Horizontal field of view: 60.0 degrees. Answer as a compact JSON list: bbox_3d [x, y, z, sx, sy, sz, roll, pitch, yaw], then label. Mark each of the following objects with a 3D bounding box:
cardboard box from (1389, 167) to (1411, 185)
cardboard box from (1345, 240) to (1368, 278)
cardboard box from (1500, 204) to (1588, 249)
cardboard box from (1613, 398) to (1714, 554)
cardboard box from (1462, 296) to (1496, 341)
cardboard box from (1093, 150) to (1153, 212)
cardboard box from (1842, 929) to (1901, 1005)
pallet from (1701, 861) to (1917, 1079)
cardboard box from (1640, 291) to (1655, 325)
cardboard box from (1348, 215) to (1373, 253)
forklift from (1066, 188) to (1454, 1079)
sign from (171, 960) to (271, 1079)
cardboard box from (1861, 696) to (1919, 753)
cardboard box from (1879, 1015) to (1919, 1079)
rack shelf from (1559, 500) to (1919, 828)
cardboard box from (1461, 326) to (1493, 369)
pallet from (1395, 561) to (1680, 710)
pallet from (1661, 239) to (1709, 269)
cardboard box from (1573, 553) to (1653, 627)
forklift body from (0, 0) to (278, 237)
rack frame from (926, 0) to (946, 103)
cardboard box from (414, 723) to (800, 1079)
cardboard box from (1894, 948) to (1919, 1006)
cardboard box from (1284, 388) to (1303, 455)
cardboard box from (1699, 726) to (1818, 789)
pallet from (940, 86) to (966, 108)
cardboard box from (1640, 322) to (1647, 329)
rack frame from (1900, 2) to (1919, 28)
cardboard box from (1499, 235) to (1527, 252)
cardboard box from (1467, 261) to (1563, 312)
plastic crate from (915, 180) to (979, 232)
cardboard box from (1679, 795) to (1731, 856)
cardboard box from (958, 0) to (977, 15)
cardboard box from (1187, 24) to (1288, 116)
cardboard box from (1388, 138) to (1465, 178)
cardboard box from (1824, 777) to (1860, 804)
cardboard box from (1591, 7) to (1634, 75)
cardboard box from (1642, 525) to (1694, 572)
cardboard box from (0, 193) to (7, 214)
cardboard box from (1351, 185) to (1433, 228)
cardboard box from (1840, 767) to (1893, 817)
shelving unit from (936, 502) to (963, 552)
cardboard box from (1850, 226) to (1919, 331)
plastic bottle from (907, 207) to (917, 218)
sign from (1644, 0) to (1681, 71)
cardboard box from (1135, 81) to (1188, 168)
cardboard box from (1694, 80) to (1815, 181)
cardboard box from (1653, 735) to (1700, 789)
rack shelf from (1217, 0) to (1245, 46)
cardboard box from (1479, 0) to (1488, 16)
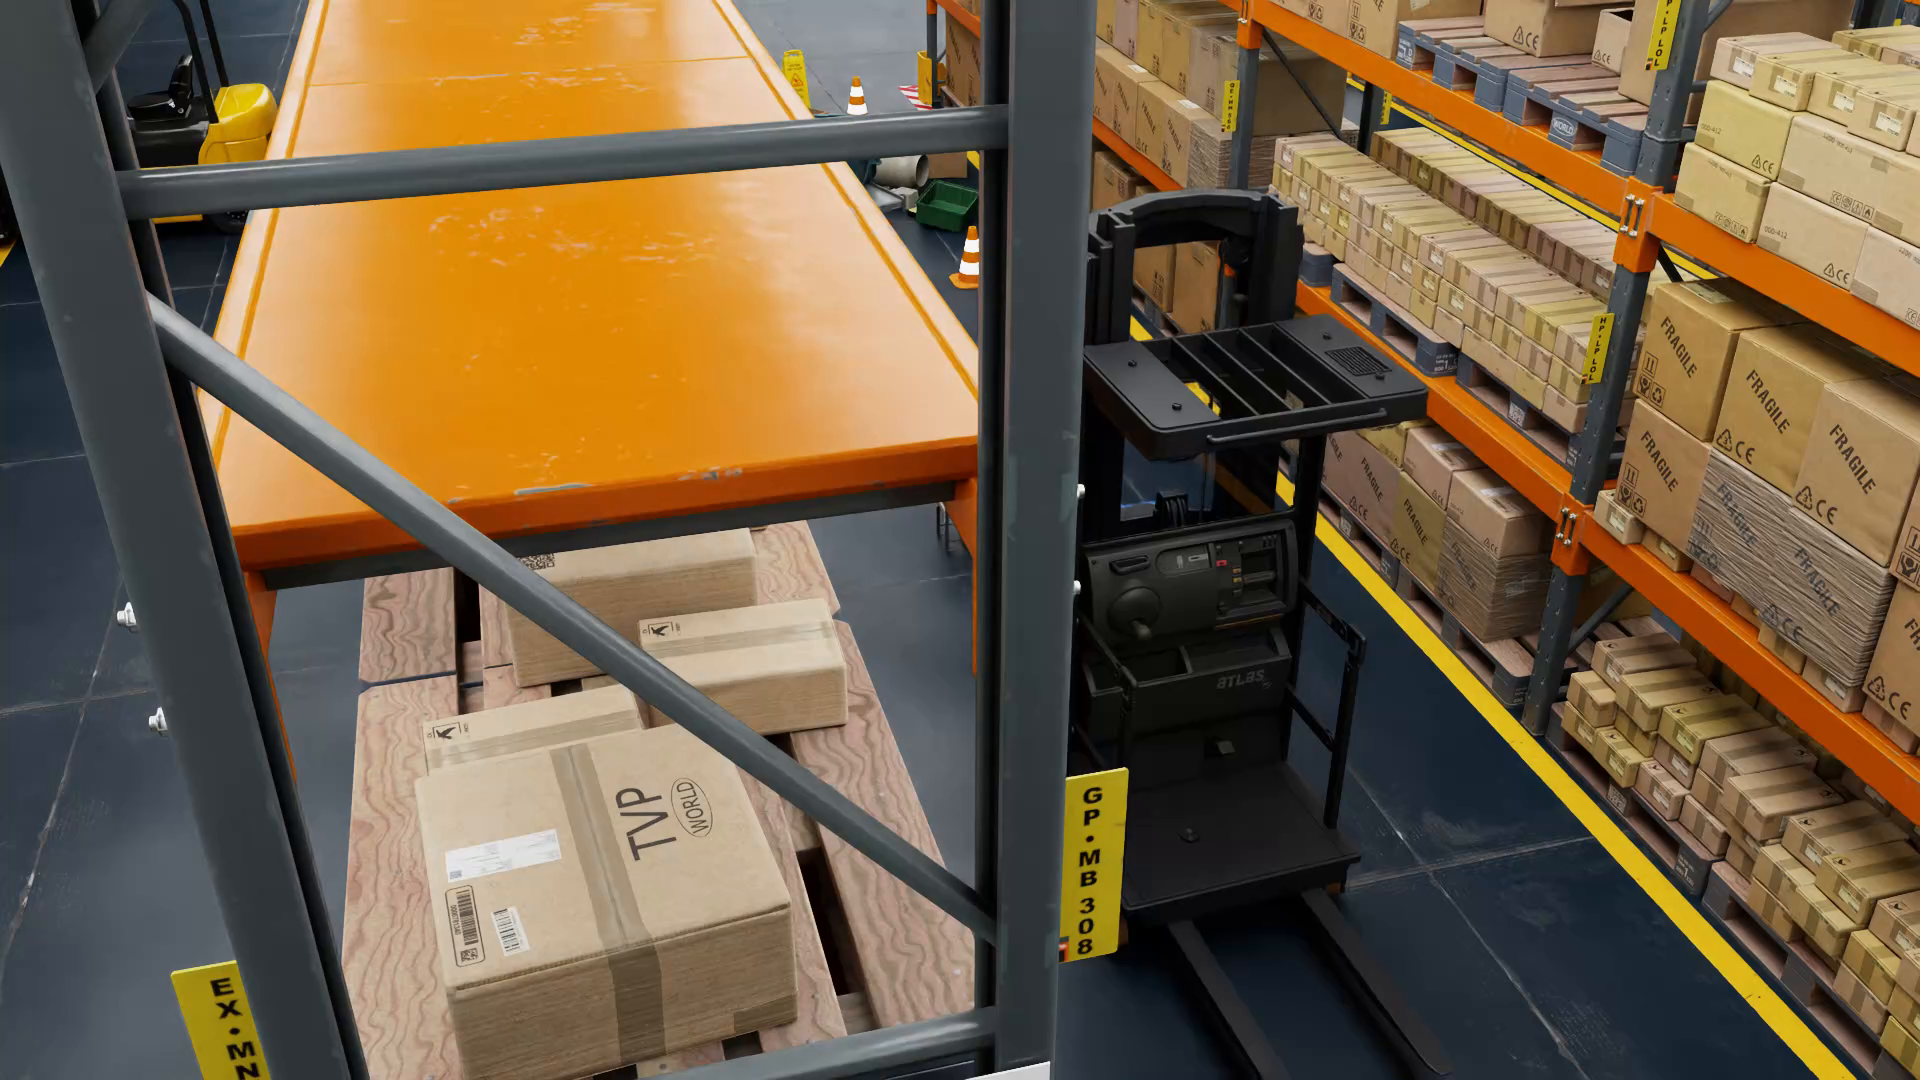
[{"bbox_3d":[2.902,-2.236,10.384,0.380,0.149,0.250,-7,31,-11],"label":"cardboard box"},{"bbox_3d":[2.473,-1.652,9.673,0.380,0.149,0.250,-7,31,-12],"label":"cardboard box"},{"bbox_3d":[3.241,-1.745,9.239,0.380,0.149,0.250,-7,31,-12],"label":"cardboard box"},{"bbox_3d":[3.210,-0.308,7.122,0.500,0.500,0.500,-8,31,-14],"label":"cardboard box"},{"bbox_3d":[2.814,-1.155,8.517,0.380,0.149,0.250,-9,31,-15],"label":"cardboard box"},{"bbox_3d":[1.702,-2.726,13.523,1.050,0.750,0.750,-8,31,-13],"label":"cardboard box"},{"bbox_3d":[3.628,1.604,6.345,0.380,0.149,0.250,-6,31,-11],"label":"cardboard box"},{"bbox_3d":[3.861,1.708,6.819,1.003,0.211,1.213,-8,31,-13],"label":"pallet"},{"bbox_3d":[3.580,-1.124,8.167,0.380,0.149,0.250,-7,31,-12],"label":"cardboard box"},{"bbox_3d":[2.475,-1.781,9.598,0.380,0.149,0.250,-8,31,-13],"label":"cardboard box"},{"bbox_3d":[1.034,0.221,6.673,1.130,2.935,3.031,-9,31,-16],"label":"forklift"},{"bbox_3d":[-0.889,0.649,2.067,0.100,0.325,0.005,-8,31,-13],"label":"sign"},{"bbox_3d":[3.593,0.633,6.143,0.380,0.149,0.250,-7,31,-11],"label":"cardboard box"},{"bbox_3d":[3.683,1.867,6.188,0.380,0.149,0.250,-9,31,-15],"label":"cardboard box"},{"bbox_3d":[3.852,0.869,6.204,1.077,0.370,4.000,-8,31,-13],"label":"rack shelf"},{"bbox_3d":[2.825,-1.014,8.571,0.380,0.149,0.250,-9,31,-16],"label":"cardboard box"},{"bbox_3d":[3.113,0.422,9.041,1.003,0.211,1.213,-8,31,-13],"label":"pallet"},{"bbox_3d":[6.542,-2.710,14.453,1.003,0.211,1.213,-8,31,-13],"label":"pallet"},{"bbox_3d":[3.381,0.099,8.891,0.500,0.500,0.500,-7,31,-11],"label":"cardboard box"},{"bbox_3d":[-7.132,-3.795,14.391,2.313,2.155,1.214,-8,31,-13],"label":"forklift body"},{"bbox_3d":[0.136,-6.204,17.706,1.000,3.000,0.127,-8,31,-13],"label":"rack frame"},{"bbox_3d":[-0.569,0.567,2.644,0.500,0.250,0.500,-11,32,-18],"label":"cardboard box"},{"bbox_3d":[3.663,1.603,6.050,0.380,0.149,0.250,-7,31,-11],"label":"cardboard box"},{"bbox_3d":[2.338,-0.822,10.484,0.500,0.500,0.500,-7,31,-13],"label":"cardboard box"},{"bbox_3d":[3.435,0.959,7.162,0.380,0.149,0.250,-9,31,-15],"label":"cardboard box"},{"bbox_3d":[0.424,-4.622,17.755,1.003,0.211,1.213,-8,31,-13],"label":"pallet"},{"bbox_3d":[3.590,-0.987,8.226,0.380,0.149,0.250,-8,31,-14],"label":"cardboard box"},{"bbox_3d":[7.069,-2.951,12.085,1.000,3.000,0.127,-8,31,-13],"label":"rack frame"},{"bbox_3d":[3.243,-1.617,9.315,0.380,0.149,0.250,-8,31,-14],"label":"cardboard box"},{"bbox_3d":[2.818,-1.288,8.451,0.380,0.149,0.250,-8,31,-13],"label":"cardboard box"},{"bbox_3d":[-0.111,-2.990,14.902,0.450,0.188,0.662,16,32,7],"label":"plastic crate"},{"bbox_3d":[3.410,1.220,7.306,0.380,0.149,0.250,-8,31,-14],"label":"cardboard box"},{"bbox_3d":[0.473,-5.546,16.419,0.875,0.550,0.550,-8,31,-13],"label":"cardboard box"},{"bbox_3d":[2.015,-3.279,11.554,0.700,0.500,0.500,-8,31,-14],"label":"cardboard box"},{"bbox_3d":[2.896,-2.374,10.325,0.380,0.149,0.250,-8,31,-14],"label":"cardboard box"},{"bbox_3d":[3.942,1.135,7.155,0.380,0.149,0.250,-7,31,-12],"label":"cardboard box"},{"bbox_3d":[3.290,-2.303,7.641,0.500,0.311,0.500,-8,31,-14],"label":"cardboard box"},{"bbox_3d":[3.221,-0.005,7.246,0.380,0.149,0.250,-7,31,-12],"label":"cardboard box"},{"bbox_3d":[-8.558,-2.910,14.340,0.500,0.250,0.500,-7,31,-12],"label":"cardboard box"},{"bbox_3d":[2.474,-1.915,9.533,0.380,0.149,0.250,-6,31,-11],"label":"cardboard box"},{"bbox_3d":[4.000,1.015,7.066,0.380,0.149,0.250,-9,31,-16],"label":"cardboard box"},{"bbox_3d":[0.002,-0.386,9.749,0.258,0.900,0.210,-8,31,-13],"label":"shelving unit"},{"bbox_3d":[3.451,-0.888,5.677,0.500,0.250,0.500,-7,31,-11],"label":"cardboard box"},{"bbox_3d":[-0.330,-2.933,14.988,0.283,0.061,0.133,26,39,37],"label":"plastic bottle"},{"bbox_3d":[2.787,-2.026,6.583,0.100,0.325,0.005,-8,31,-13],"label":"sign"},{"bbox_3d":[1.618,-3.048,12.153,0.500,0.500,0.500,-8,31,-14],"label":"cardboard box"},{"bbox_3d":[3.218,-1.594,6.397,0.500,0.250,0.500,-7,31,-12],"label":"cardboard box"},{"bbox_3d":[3.362,0.956,7.466,0.380,0.149,0.250,-8,31,-14],"label":"cardboard box"},{"bbox_3d":[1.729,-4.293,12.128,1.077,0.370,4.000,-8,31,-13],"label":"rack shelf"},{"bbox_3d":[2.930,-2.958,9.003,0.500,0.500,0.500,-8,31,-13],"label":"cardboard box"}]
